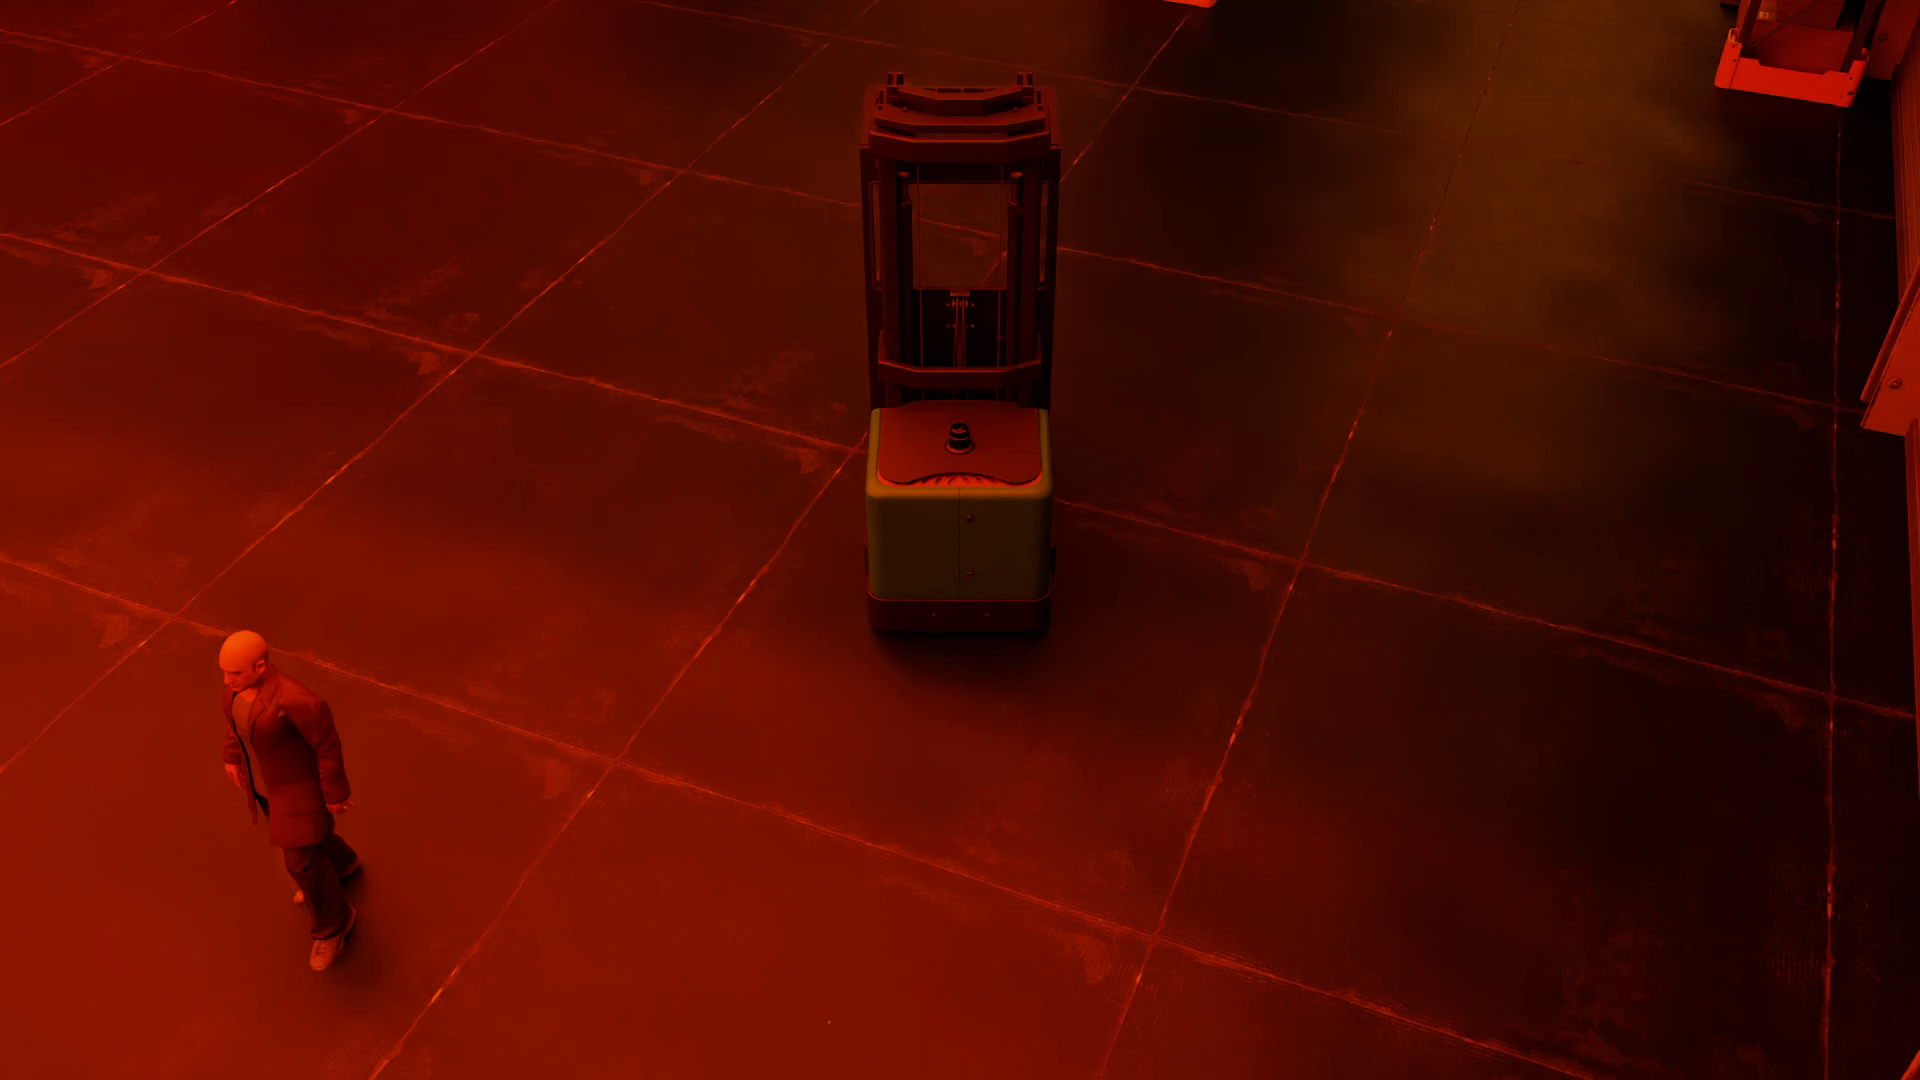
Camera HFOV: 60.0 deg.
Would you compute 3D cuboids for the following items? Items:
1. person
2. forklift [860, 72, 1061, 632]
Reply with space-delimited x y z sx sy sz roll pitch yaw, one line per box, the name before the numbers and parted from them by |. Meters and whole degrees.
person | -3.114 1.145 7.592 0.682 1.821 0.593 23 45 25
forklift | 0.002 -1.515 9.816 1.130 2.935 3.031 0 40 0
